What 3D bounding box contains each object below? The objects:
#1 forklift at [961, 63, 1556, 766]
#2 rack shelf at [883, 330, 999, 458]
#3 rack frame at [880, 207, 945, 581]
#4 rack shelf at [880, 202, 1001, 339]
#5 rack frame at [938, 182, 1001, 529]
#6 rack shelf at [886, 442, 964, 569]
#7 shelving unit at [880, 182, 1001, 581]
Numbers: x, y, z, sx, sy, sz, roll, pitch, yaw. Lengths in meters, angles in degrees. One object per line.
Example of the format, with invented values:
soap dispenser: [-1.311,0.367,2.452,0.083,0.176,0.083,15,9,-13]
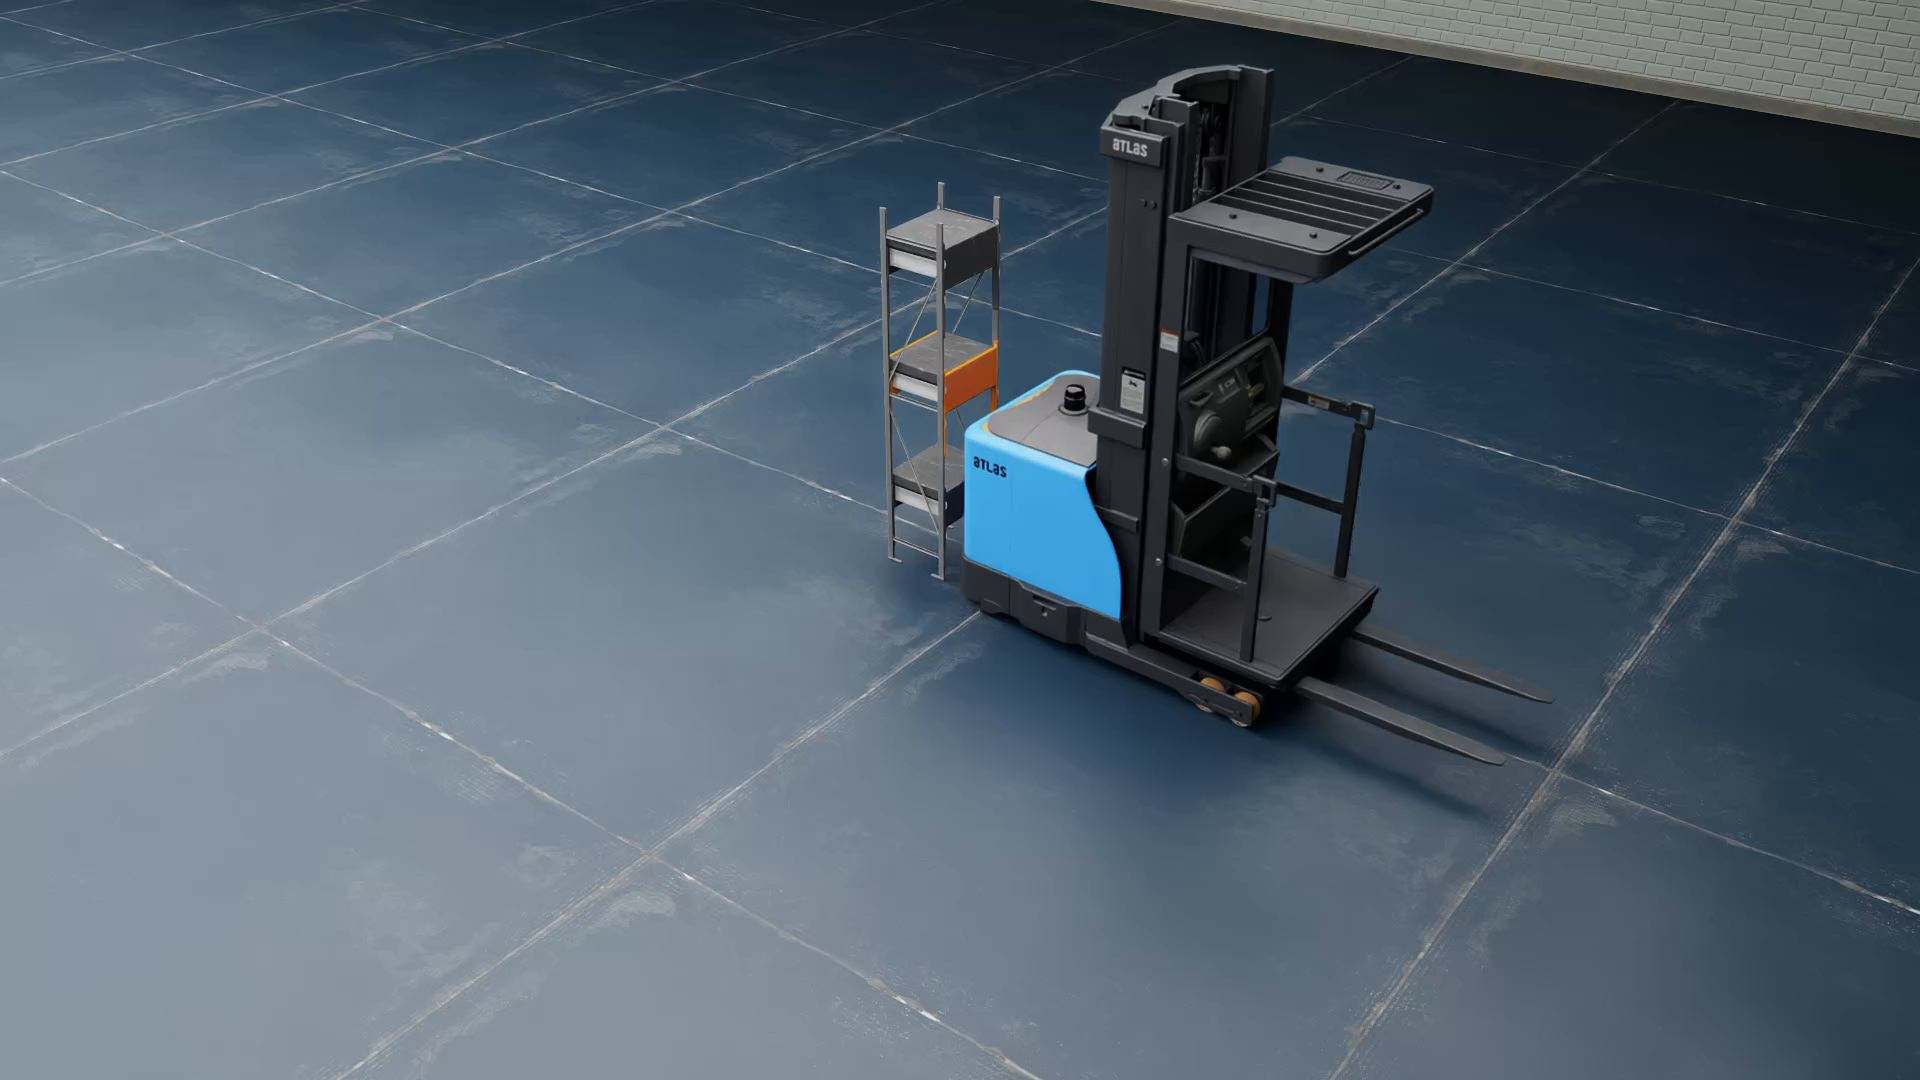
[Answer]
forklift: [1.481,-0.650,7.971,3.031,2.935,1.130,22,37,32]
rack shelf: [-0.100,-0.824,9.108,0.431,0.518,0.480,21,37,31]
rack frame: [-0.247,-0.737,8.934,0.400,2.100,0.015,21,37,31]
rack shelf: [-0.100,-1.426,8.751,0.431,0.518,0.480,21,37,31]
rack frame: [0.047,-0.935,9.269,0.400,2.100,0.015,21,37,31]
rack shelf: [-0.100,-0.222,9.465,0.431,0.518,0.480,21,37,31]
shelving unit: [-0.100,-0.836,9.101,0.431,2.100,0.503,21,37,31]
